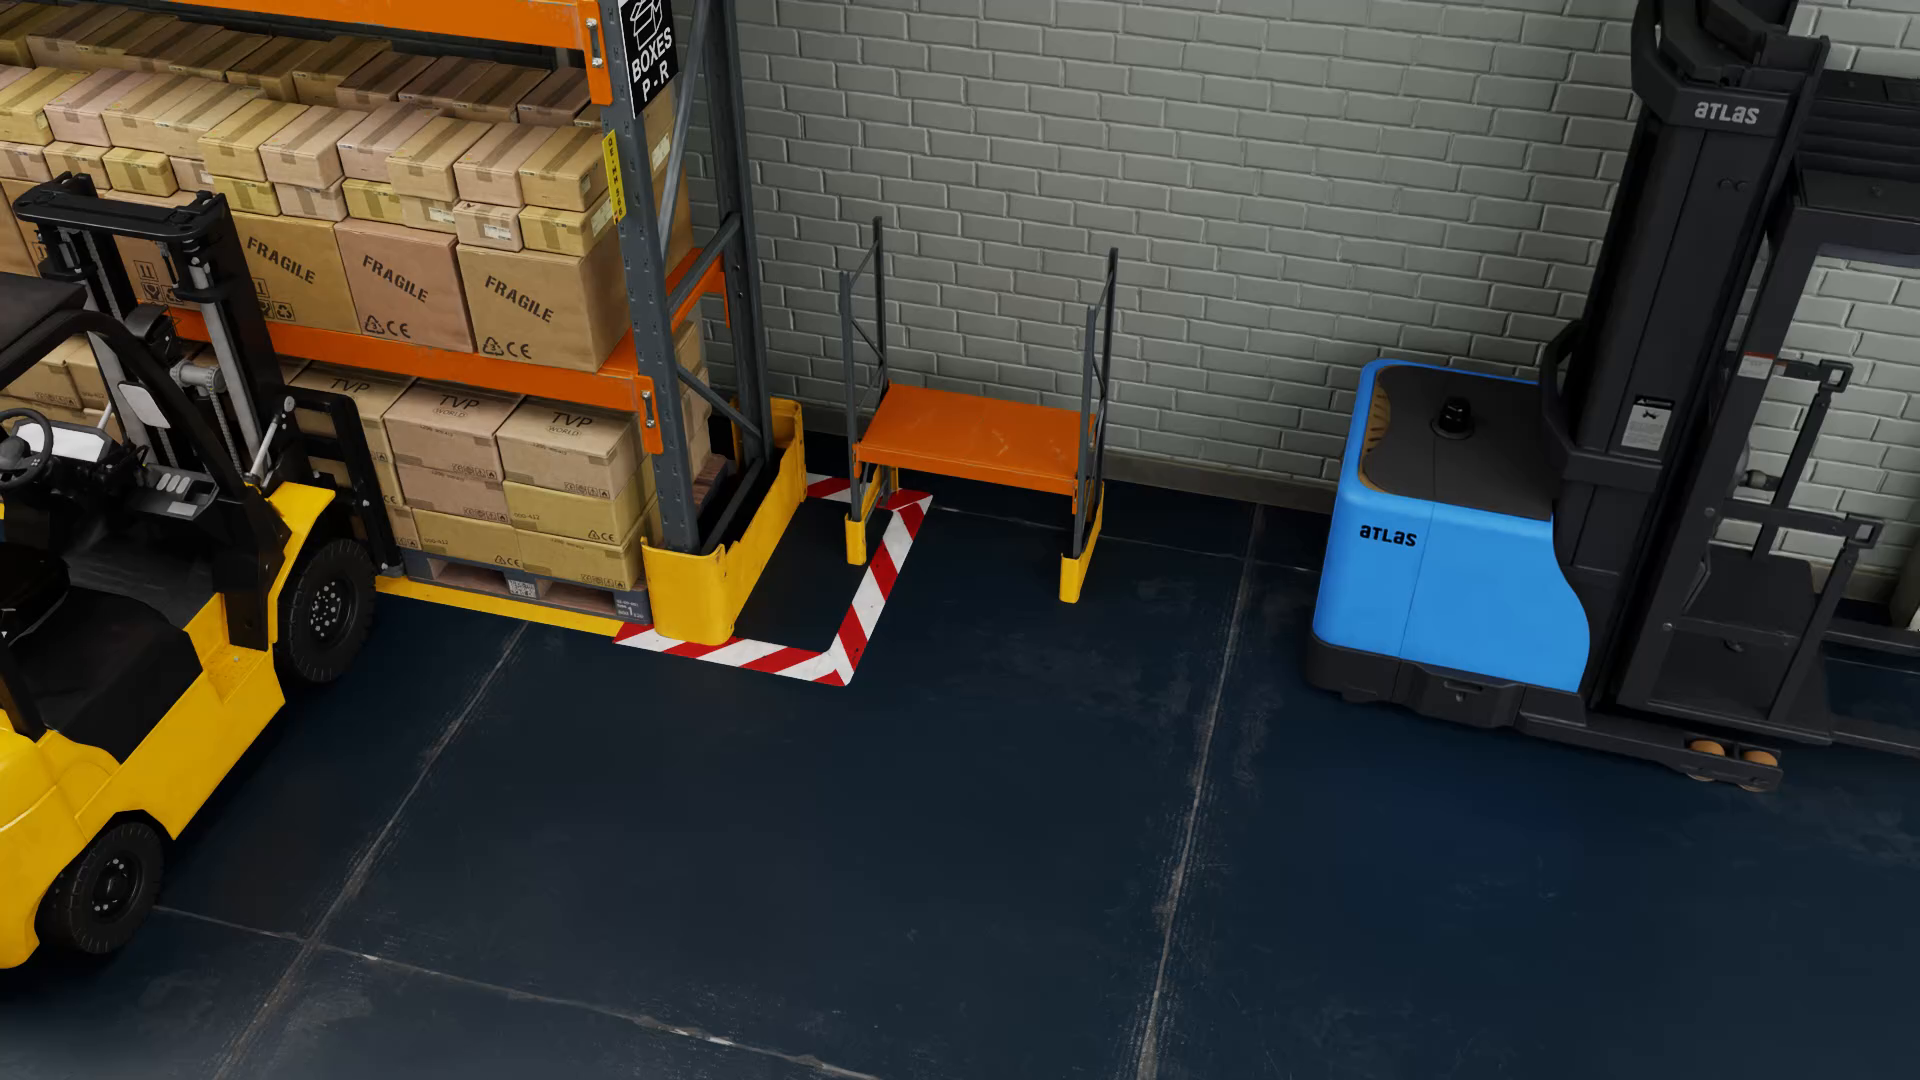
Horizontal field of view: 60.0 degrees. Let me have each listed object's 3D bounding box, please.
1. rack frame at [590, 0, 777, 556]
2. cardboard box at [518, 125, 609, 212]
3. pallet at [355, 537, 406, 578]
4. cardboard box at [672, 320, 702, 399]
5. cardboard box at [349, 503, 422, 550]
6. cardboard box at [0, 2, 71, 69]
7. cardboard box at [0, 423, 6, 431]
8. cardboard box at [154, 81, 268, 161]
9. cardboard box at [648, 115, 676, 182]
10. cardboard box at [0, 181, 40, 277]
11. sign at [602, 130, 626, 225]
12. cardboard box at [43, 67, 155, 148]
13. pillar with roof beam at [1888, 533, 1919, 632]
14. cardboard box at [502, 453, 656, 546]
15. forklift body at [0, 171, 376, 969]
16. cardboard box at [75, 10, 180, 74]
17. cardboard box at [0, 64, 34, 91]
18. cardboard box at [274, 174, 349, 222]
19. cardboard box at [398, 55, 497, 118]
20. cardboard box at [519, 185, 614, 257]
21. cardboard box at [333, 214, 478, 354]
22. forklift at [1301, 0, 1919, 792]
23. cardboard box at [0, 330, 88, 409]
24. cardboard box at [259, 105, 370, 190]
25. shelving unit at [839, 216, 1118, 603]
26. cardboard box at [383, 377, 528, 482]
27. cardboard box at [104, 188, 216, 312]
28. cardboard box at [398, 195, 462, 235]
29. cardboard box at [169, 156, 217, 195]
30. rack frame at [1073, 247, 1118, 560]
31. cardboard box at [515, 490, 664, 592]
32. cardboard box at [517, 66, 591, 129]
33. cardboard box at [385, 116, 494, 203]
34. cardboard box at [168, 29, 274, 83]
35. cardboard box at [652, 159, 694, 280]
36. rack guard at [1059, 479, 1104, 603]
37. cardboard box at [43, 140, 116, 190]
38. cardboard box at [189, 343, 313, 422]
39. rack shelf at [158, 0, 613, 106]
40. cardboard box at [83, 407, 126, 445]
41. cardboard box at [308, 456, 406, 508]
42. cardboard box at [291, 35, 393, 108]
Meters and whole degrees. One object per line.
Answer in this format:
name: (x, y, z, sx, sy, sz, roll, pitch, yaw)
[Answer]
rack frame: (-1.060, -1.076, 6.699, 0.127, 3.000, 1.000, 10, 41, 11)
cardboard box: (-1.461, -1.405, 6.277, 0.250, 0.149, 0.380, 10, 41, 12)
pallet: (-2.985, -0.313, 7.959, 1.213, 0.211, 1.003, 10, 41, 11)
cardboard box: (-1.476, -0.764, 7.361, 0.500, 0.250, 0.500, 9, 41, 11)
cardboard box: (-2.555, -0.243, 7.518, 0.500, 0.250, 0.500, 10, 41, 12)
cardboard box: (-4.047, -2.173, 7.192, 0.250, 0.149, 0.380, 9, 41, 11)
cardboard box: (-4.537, -0.768, 7.755, 0.500, 0.250, 0.500, 10, 41, 11)
cardboard box: (-2.944, -1.656, 6.577, 0.250, 0.149, 0.380, 10, 41, 12)
cardboard box: (-1.321, -1.580, 6.717, 0.250, 0.149, 0.380, 9, 41, 10)
cardboard box: (-4.056, -1.467, 7.086, 0.500, 0.500, 0.500, 10, 41, 12)
sign: (-1.214, -1.275, 5.851, 0.005, 0.325, 0.100, 10, 41, 11)
cardboard box: (-3.428, -1.739, 6.675, 0.250, 0.149, 0.380, 10, 41, 11)
pillar with roof beam: (3.183, -0.377, 1.202, 0.400, 9.000, 9.100, 10, 41, 11)
cardboard box: (-1.611, -0.262, 7.152, 0.500, 0.250, 0.500, 9, 41, 11)
forklift body: (-3.364, 0.067, 5.997, 1.214, 2.155, 2.313, 10, 41, 11)
cardboard box: (-3.544, -2.115, 7.122, 0.250, 0.149, 0.380, 9, 41, 11)
cardboard box: (-3.946, -1.773, 6.716, 0.250, 0.149, 0.380, 11, 41, 12)
cardboard box: (-2.464, -1.415, 6.520, 0.250, 0.149, 0.380, 9, 41, 10)
cardboard box: (-2.068, -1.815, 6.765, 0.250, 0.149, 0.380, 10, 41, 12)
cardboard box: (-1.468, -1.246, 6.319, 0.250, 0.149, 0.380, 10, 41, 12)
cardboard box: (-2.102, -1.125, 6.679, 0.500, 0.500, 0.500, 11, 41, 13)
forklift: (3.010, -0.513, 6.082, 3.031, 2.935, 1.130, 11, 41, 13)
cardboard box: (-4.047, -0.865, 7.482, 0.500, 0.250, 0.500, 10, 41, 11)
cardboard box: (-2.469, -1.515, 6.409, 0.250, 0.149, 0.380, 11, 41, 13)
shelving unit: (0.074, -0.562, 7.253, 1.083, 1.500, 0.587, 10, 41, 11)
cardboard box: (-2.081, -0.531, 7.083, 0.500, 0.250, 0.500, 10, 41, 12)
cardboard box: (-3.086, -1.287, 6.872, 0.500, 0.500, 0.500, 10, 41, 12)
cardboard box: (-1.957, -1.351, 6.445, 0.250, 0.149, 0.380, 10, 41, 12)
cardboard box: (-2.931, -1.542, 6.671, 0.250, 0.149, 0.380, 10, 41, 11)
rack frame: (0.574, -0.476, 7.150, 0.032, 1.500, 0.500, 10, 41, 11)
cardboard box: (-1.596, -0.066, 7.307, 0.500, 0.250, 0.500, 10, 41, 12)
cardboard box: (-1.570, -1.748, 6.686, 0.250, 0.149, 0.380, 11, 41, 13)
cardboard box: (-1.967, -1.453, 6.335, 0.250, 0.149, 0.380, 11, 41, 12)
cardboard box: (-3.073, -1.982, 6.964, 0.250, 0.149, 0.380, 11, 41, 13)
cardboard box: (-1.467, -1.369, 6.970, 0.500, 0.500, 0.500, 11, 41, 13)
rack guard: (0.555, 0.000, 7.556, 0.087, 0.250, 0.587, 10, 41, 11)
cardboard box: (-3.455, -1.580, 6.717, 0.250, 0.149, 0.380, 9, 41, 10)
cardboard box: (-3.058, -0.697, 7.282, 0.500, 0.250, 0.500, 9, 41, 11)
rack shelf: (-2.992, -2.282, 6.361, 4.000, 0.370, 1.077, 10, 41, 11)
cardboard box: (-3.567, -0.595, 7.549, 0.500, 0.250, 0.500, 9, 41, 11)
cardboard box: (-2.597, -0.425, 7.346, 0.500, 0.250, 0.500, 9, 41, 10)
cardboard box: (-2.557, -1.948, 6.924, 0.250, 0.149, 0.380, 9, 41, 10)
